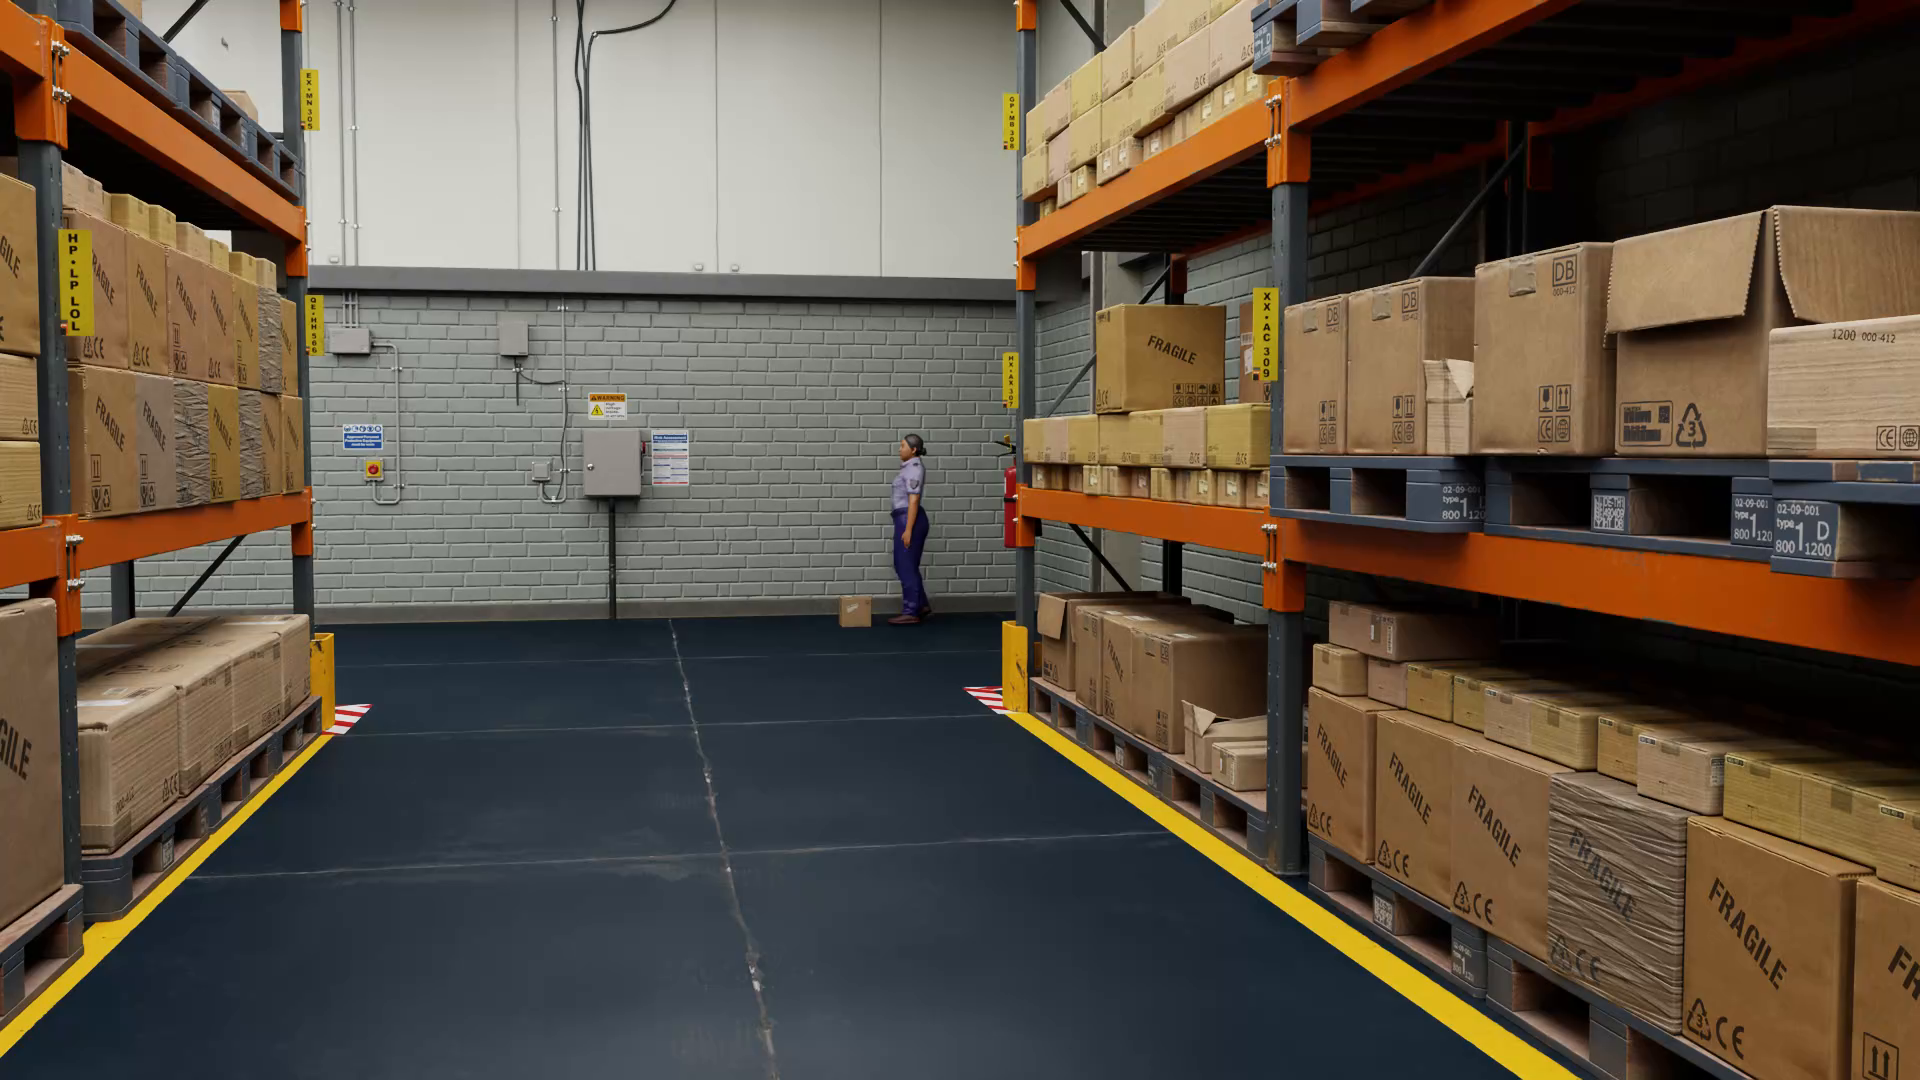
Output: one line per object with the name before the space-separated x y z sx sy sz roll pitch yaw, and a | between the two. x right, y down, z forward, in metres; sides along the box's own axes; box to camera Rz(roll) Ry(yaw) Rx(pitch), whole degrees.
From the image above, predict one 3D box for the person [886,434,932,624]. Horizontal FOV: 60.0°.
person | -0.446 -0.079 14.503 0.385 1.695 0.559 0 3 1
